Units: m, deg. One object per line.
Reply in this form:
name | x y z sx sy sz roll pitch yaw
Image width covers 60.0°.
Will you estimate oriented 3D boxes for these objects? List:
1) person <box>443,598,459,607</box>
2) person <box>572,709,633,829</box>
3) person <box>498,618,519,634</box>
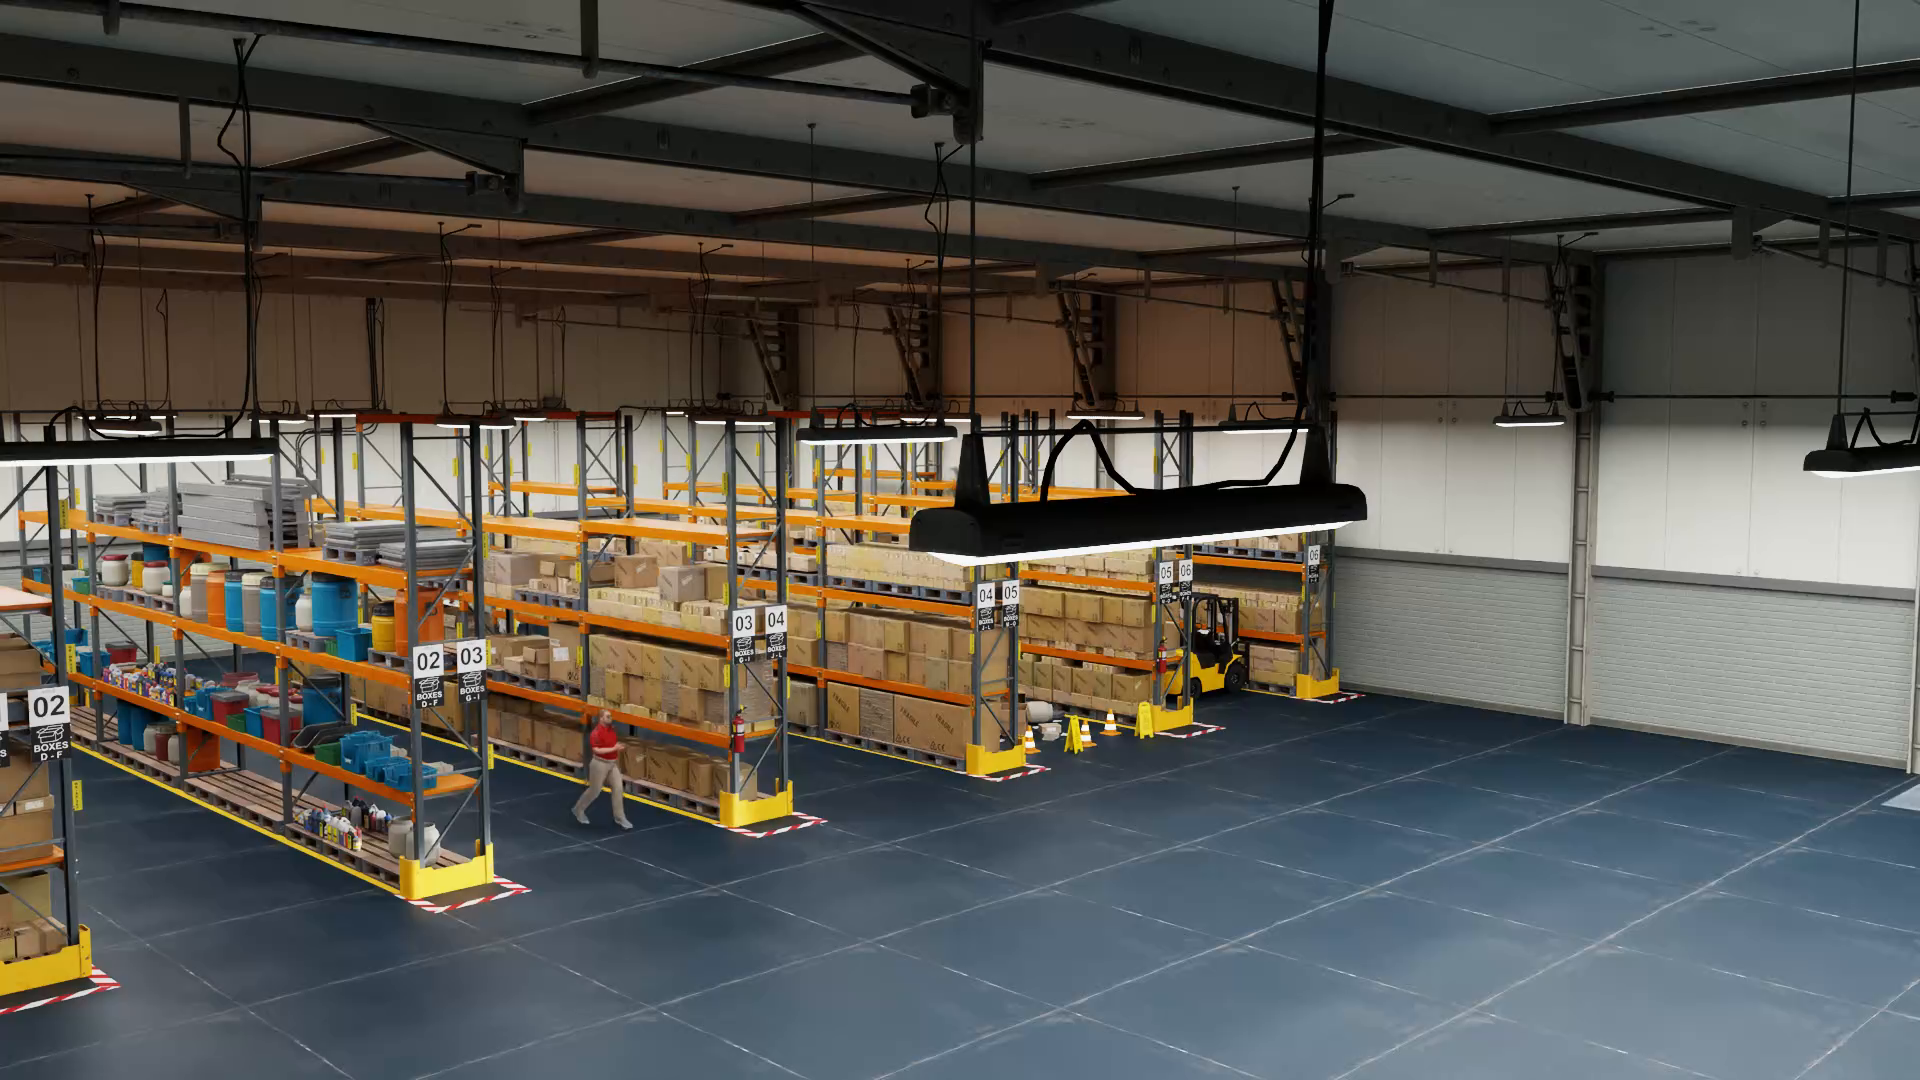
person | -12.189 2.053 39.892 0.628 1.687 0.795 -1 5 -7
person | -5.240 3.334 24.345 0.959 1.746 0.650 2 5 21
person | -11.129 1.909 41.007 0.695 1.729 0.666 2 6 27
